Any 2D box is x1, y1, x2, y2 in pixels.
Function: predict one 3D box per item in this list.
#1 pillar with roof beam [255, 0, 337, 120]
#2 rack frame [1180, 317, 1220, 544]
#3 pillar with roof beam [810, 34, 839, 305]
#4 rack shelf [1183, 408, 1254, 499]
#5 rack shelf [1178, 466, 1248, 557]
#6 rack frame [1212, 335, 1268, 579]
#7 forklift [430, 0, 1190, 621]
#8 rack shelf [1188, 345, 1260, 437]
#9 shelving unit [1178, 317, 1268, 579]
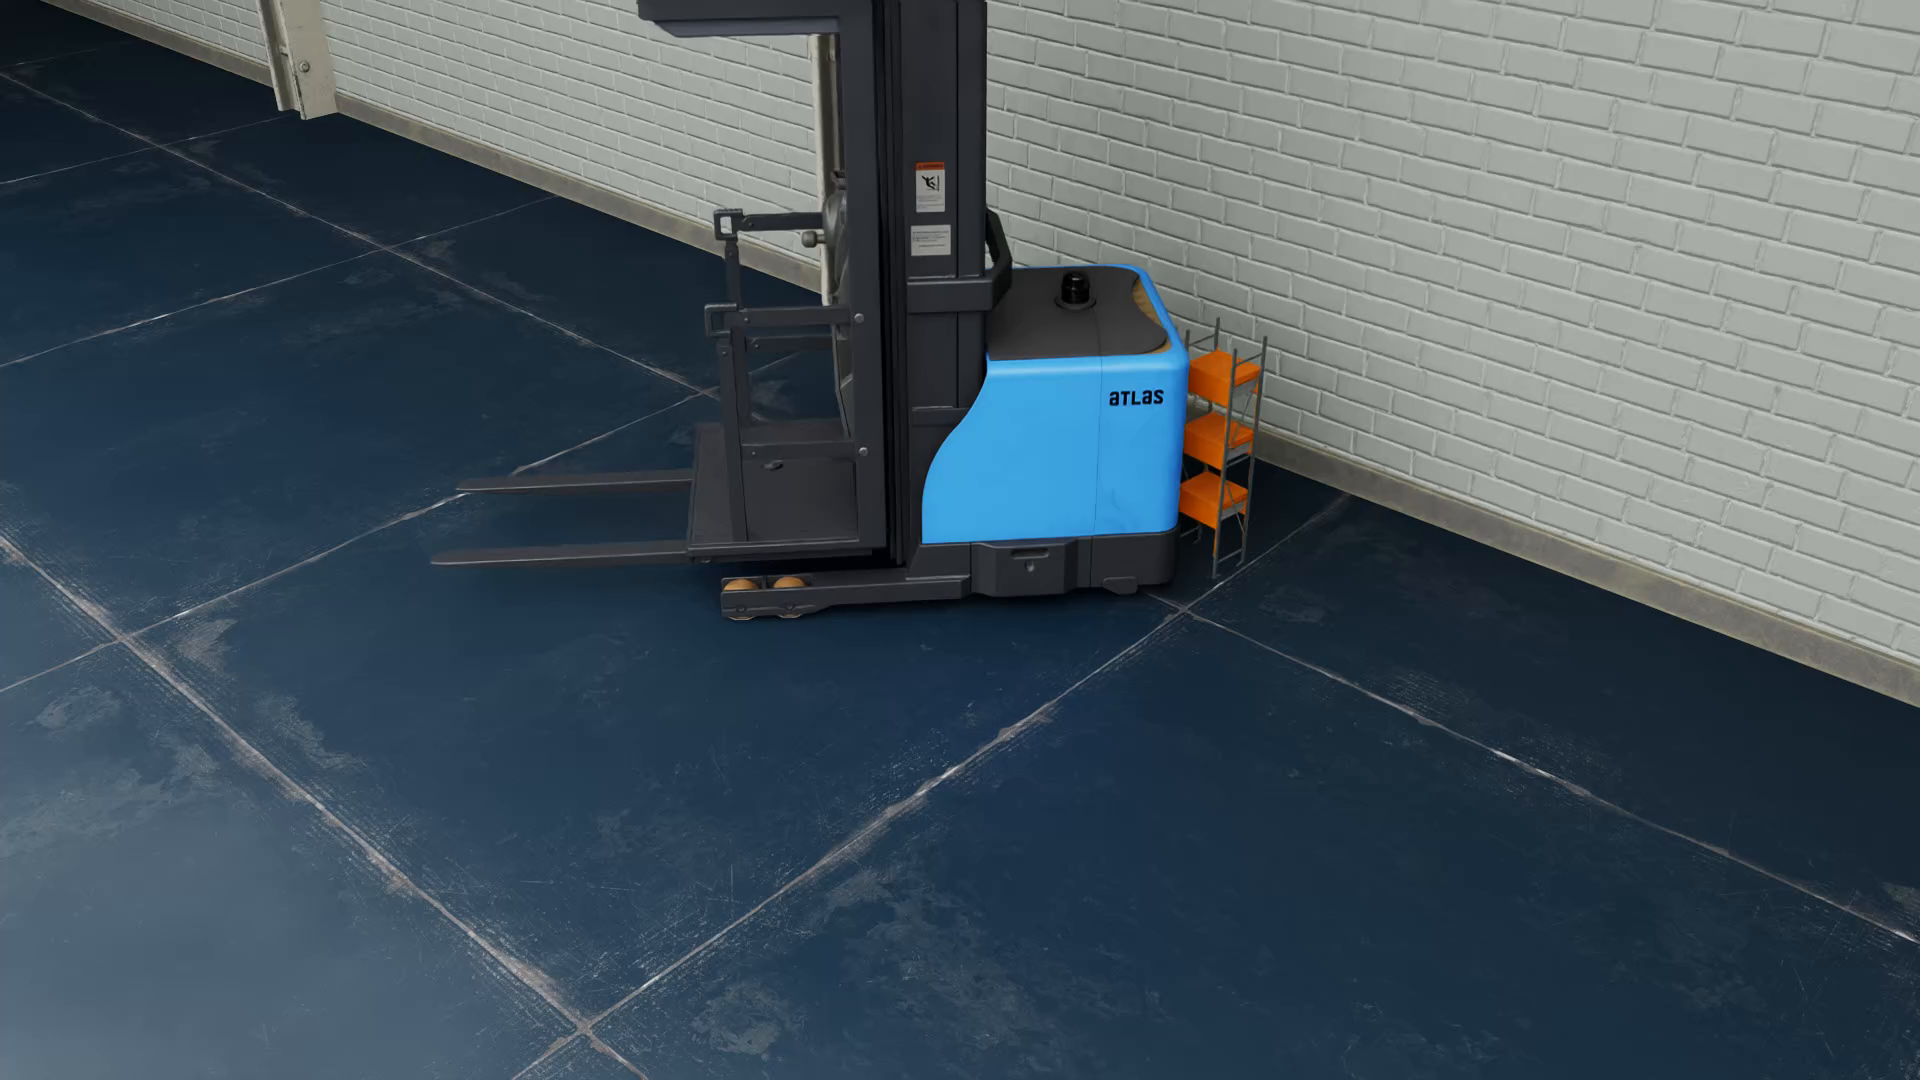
[{"bbox_3d":[-7.855,-5.492,7.647,0.400,9.000,9.100,25,39,35],"label":"pillar with roof beam"},{"bbox_3d":[0.973,-0.415,6.922,0.200,1.050,0.008,-25,39,-35],"label":"rack frame"},{"bbox_3d":[-3.407,-3.415,4.198,0.400,9.000,9.100,25,39,35],"label":"pillar with roof beam"},{"bbox_3d":[1.054,-0.359,6.849,0.215,0.259,0.240,-25,39,-35],"label":"rack shelf"},{"bbox_3d":[1.054,-0.121,6.992,0.215,0.259,0.240,-25,39,-35],"label":"rack shelf"},{"bbox_3d":[1.135,-0.321,6.766,0.200,1.050,0.008,-25,39,-35],"label":"rack frame"},{"bbox_3d":[-0.648,-1.214,6.426,3.031,2.935,1.130,-3,31,-5],"label":"forklift"},{"bbox_3d":[1.054,-0.602,6.703,0.215,0.259,0.240,-25,39,-35],"label":"rack shelf"},{"bbox_3d":[1.054,-0.368,6.844,0.215,1.050,0.252,-25,39,-35],"label":"shelving unit"}]
